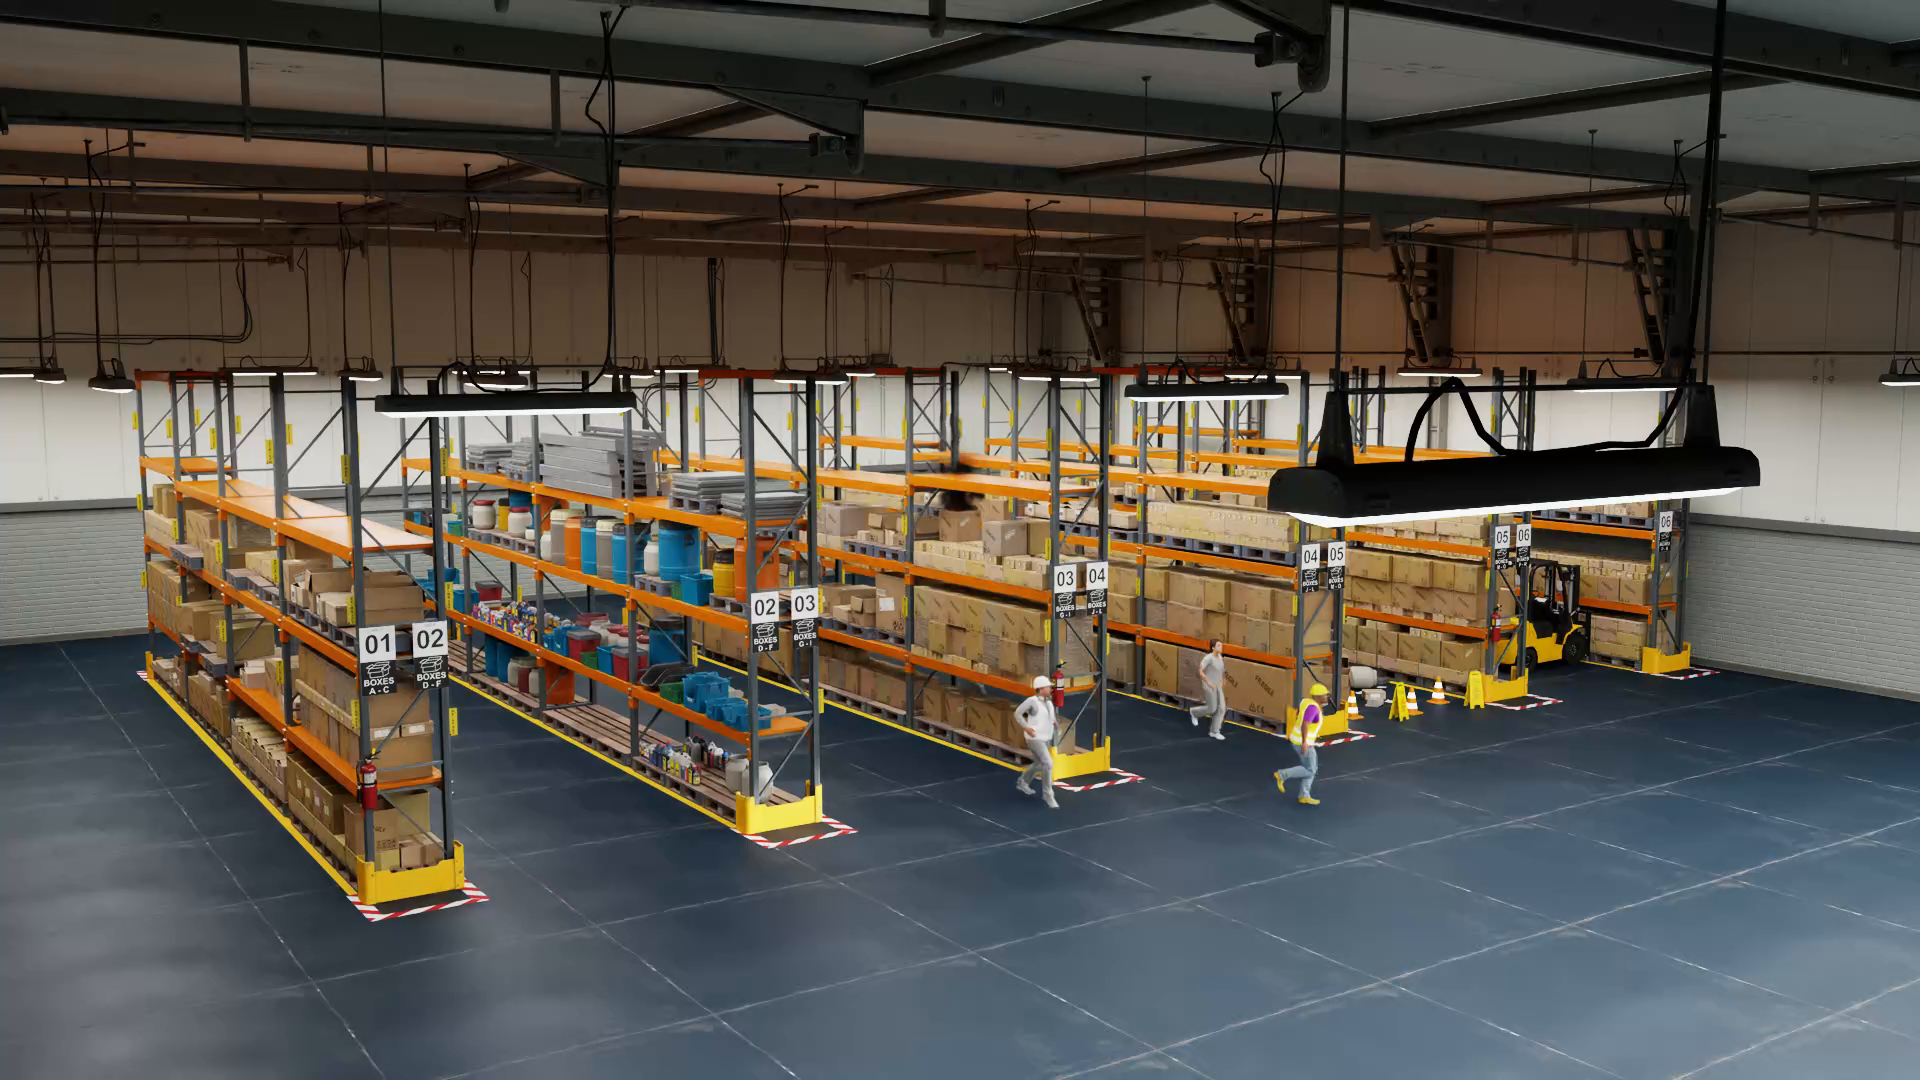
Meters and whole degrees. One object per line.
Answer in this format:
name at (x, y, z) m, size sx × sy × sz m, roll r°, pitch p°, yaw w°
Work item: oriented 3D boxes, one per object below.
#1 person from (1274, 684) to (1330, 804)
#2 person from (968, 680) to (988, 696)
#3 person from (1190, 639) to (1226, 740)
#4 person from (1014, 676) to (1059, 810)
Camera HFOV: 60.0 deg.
person at (4.808, 2.865, 23.403) m, size 0.784 × 1.692 × 0.693 m, roll -1°, pitch 6°, yaw -5°
person at (0.352, 2.009, 31.004) m, size 0.589 × 1.717 × 0.721 m, roll -5°, pitch 8°, yaw -40°
person at (4.138, 2.429, 27.481) m, size 0.728 × 1.643 × 0.587 m, roll 6°, pitch 9°, yaw 44°
person at (1.144, 2.816, 23.448) m, size 0.862 × 1.807 × 0.656 m, roll 5°, pitch 8°, yaw 35°
